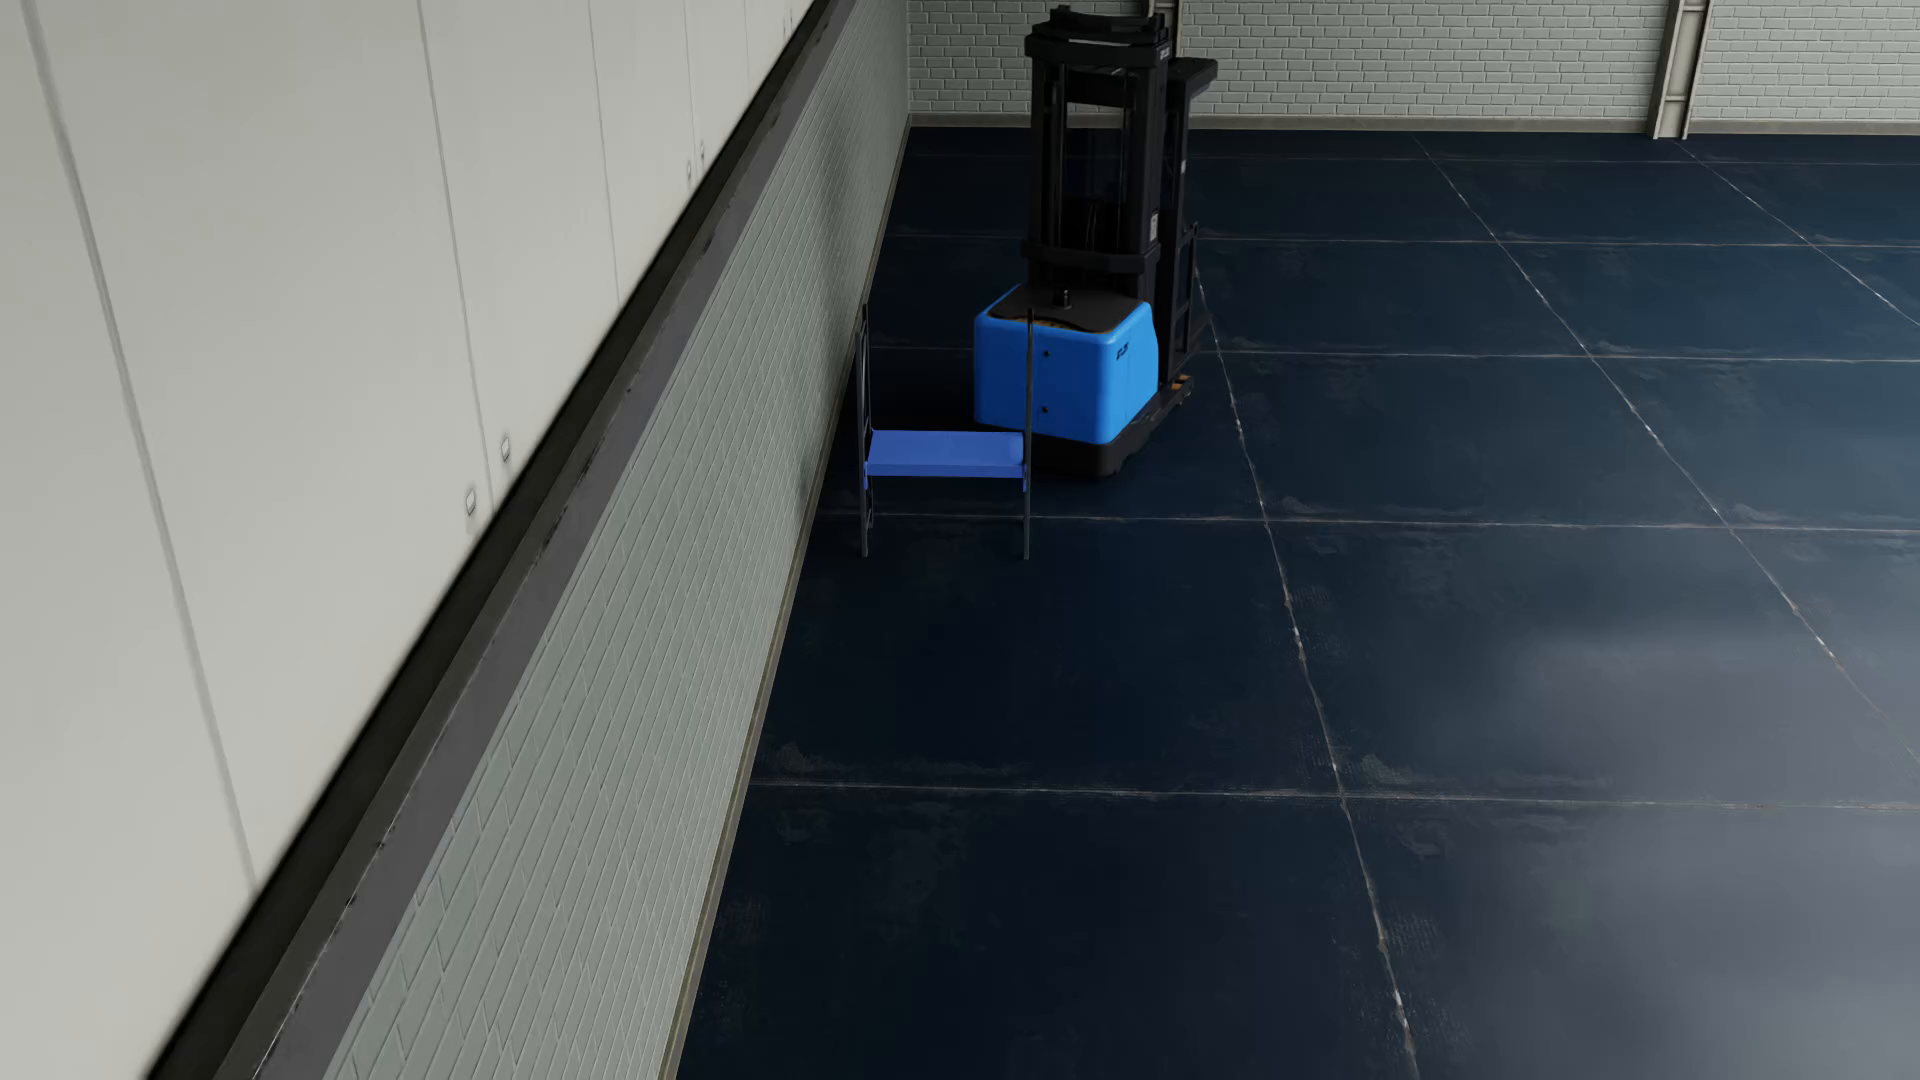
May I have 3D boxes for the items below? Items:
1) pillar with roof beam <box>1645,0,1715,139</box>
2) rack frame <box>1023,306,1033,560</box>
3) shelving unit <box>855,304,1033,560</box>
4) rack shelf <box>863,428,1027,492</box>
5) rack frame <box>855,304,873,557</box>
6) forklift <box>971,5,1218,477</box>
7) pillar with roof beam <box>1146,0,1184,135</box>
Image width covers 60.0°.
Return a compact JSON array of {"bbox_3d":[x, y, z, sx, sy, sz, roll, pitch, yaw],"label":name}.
[{"bbox_3d":[8.215,-6.758,13.815,0.400,9.000,9.100,1,28,2],"label":"pillar with roof beam"},{"bbox_3d":[0.423,-0.656,10.311,0.032,1.500,0.500,1,28,2],"label":"rack frame"},{"bbox_3d":[-0.085,-0.664,10.327,1.048,1.500,0.538,1,28,2],"label":"shelving unit"},{"bbox_3d":[-0.085,-0.505,10.411,1.000,0.185,0.538,1,28,2],"label":"rack shelf"},{"bbox_3d":[-0.593,-0.672,10.343,0.032,1.500,0.500,1,28,2],"label":"rack frame"},{"bbox_3d":[1.151,-2.390,12.054,1.130,2.935,3.031,12,30,21],"label":"forklift"},{"bbox_3d":[2.218,-6.857,14.002,0.400,9.000,9.100,1,28,2],"label":"pillar with roof beam"}]
